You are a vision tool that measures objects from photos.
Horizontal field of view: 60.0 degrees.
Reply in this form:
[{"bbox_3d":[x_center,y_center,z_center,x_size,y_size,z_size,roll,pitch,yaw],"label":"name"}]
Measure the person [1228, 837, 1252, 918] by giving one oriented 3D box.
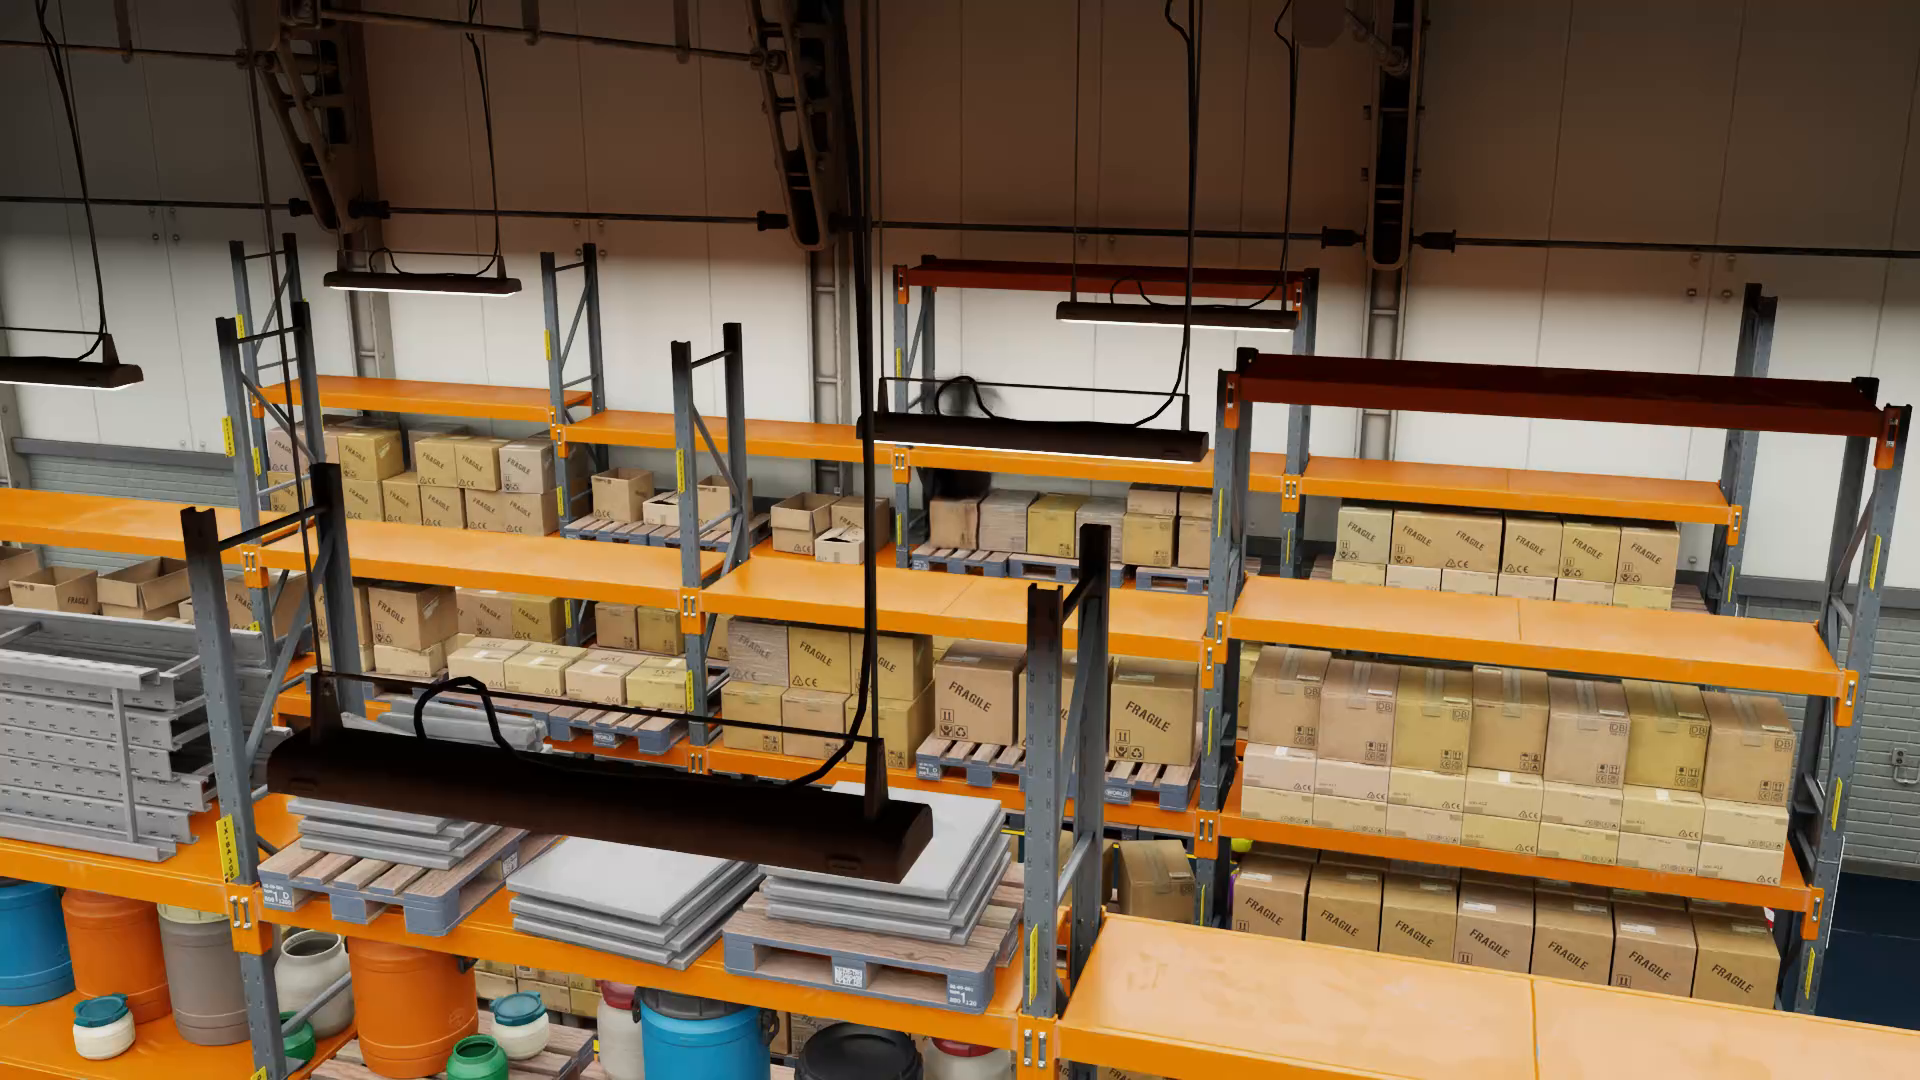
[{"bbox_3d":[2.549,3.305,14.194,0.960,1.692,0.670,10,19,31],"label":"person"}]
